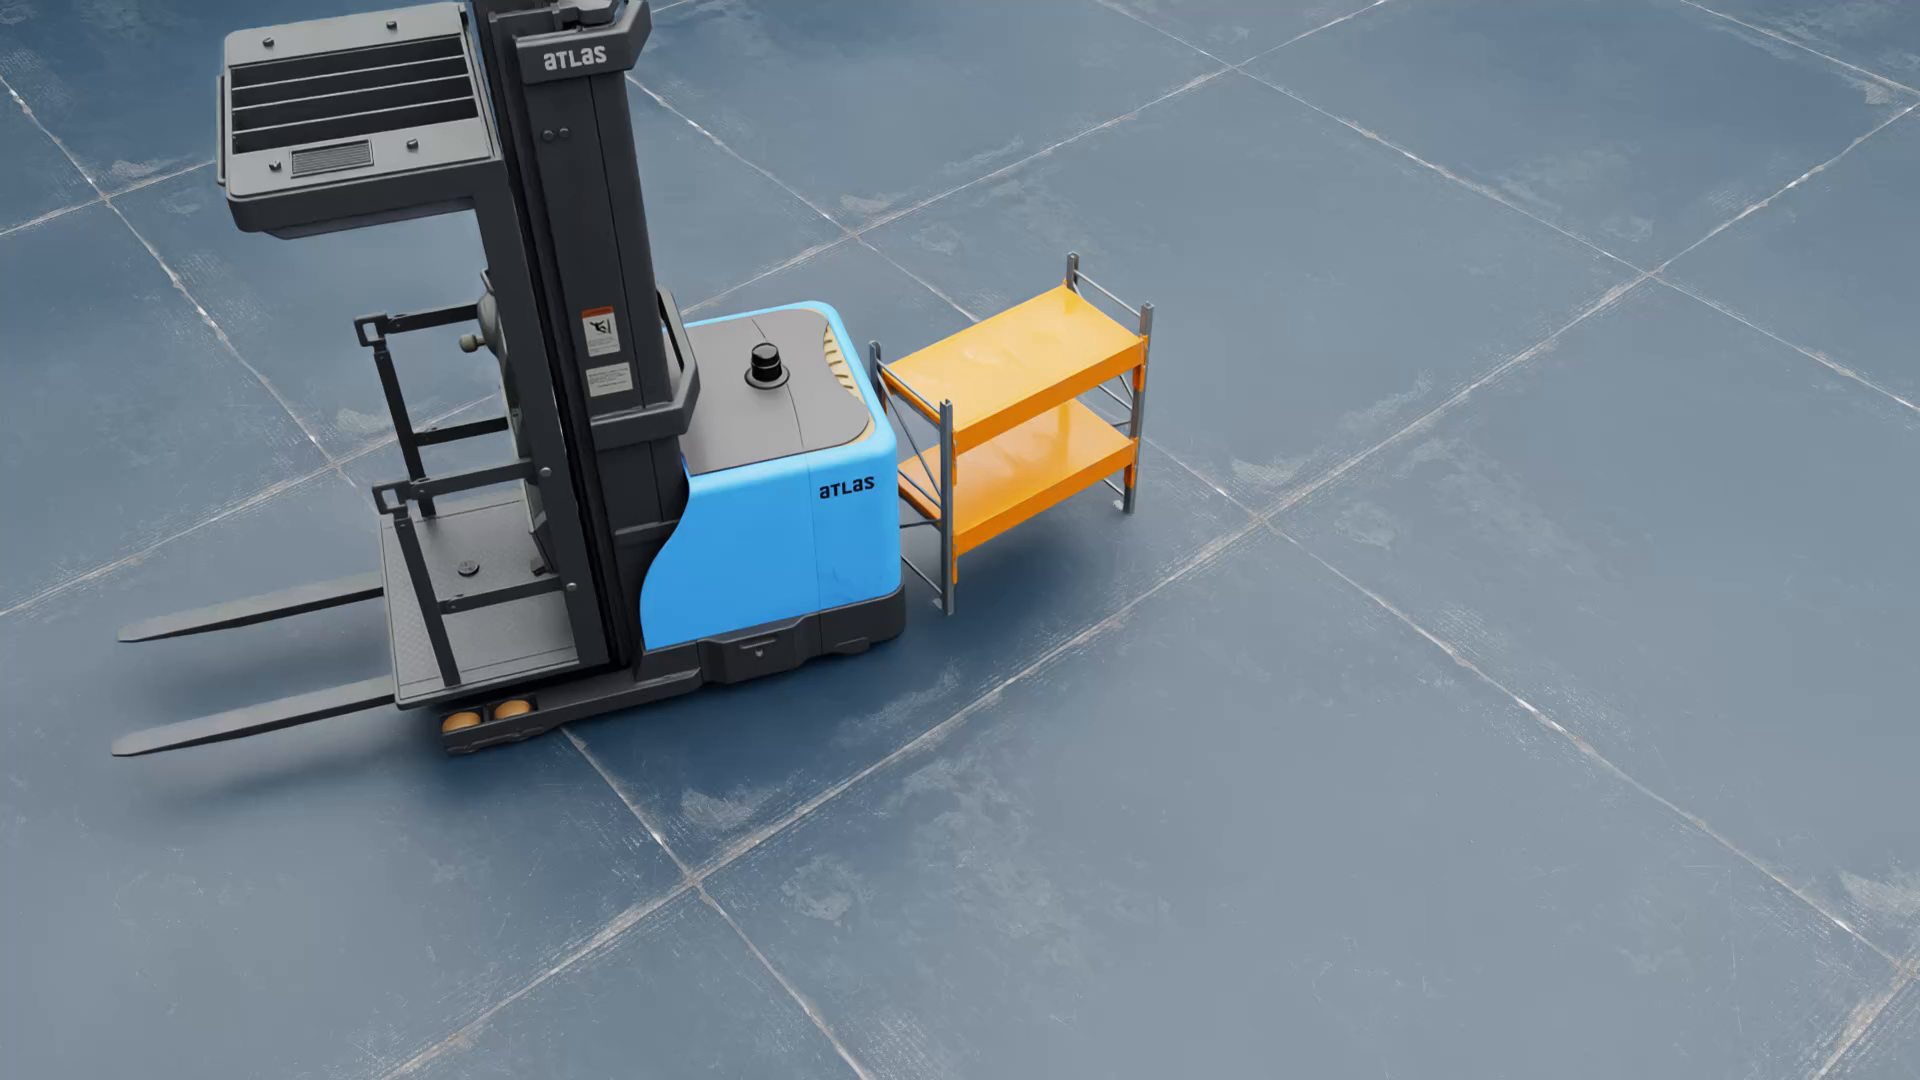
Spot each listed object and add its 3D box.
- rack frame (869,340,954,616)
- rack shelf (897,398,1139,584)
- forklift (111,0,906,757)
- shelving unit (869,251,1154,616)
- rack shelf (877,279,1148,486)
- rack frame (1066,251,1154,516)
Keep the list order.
[{"bbox_3d":[-0.191,-0.231,6.728,0.032,1.125,0.500,-28,50,-27],"label":"rack frame"},{"bbox_3d":[0.211,-0.266,7.122,1.000,0.278,0.538,-28,50,-27],"label":"rack shelf"},{"bbox_3d":[-1.797,-0.652,5.857,3.031,2.935,1.130,-13,45,-13],"label":"forklift"},{"bbox_3d":[0.211,-0.444,6.954,1.048,1.125,0.538,-28,50,-27],"label":"shelving unit"},{"bbox_3d":[0.211,-0.657,6.754,1.000,0.278,0.538,-28,50,-27],"label":"rack shelf"},{"bbox_3d":[0.613,-0.657,7.181,0.032,1.125,0.500,-28,50,-27],"label":"rack frame"}]
